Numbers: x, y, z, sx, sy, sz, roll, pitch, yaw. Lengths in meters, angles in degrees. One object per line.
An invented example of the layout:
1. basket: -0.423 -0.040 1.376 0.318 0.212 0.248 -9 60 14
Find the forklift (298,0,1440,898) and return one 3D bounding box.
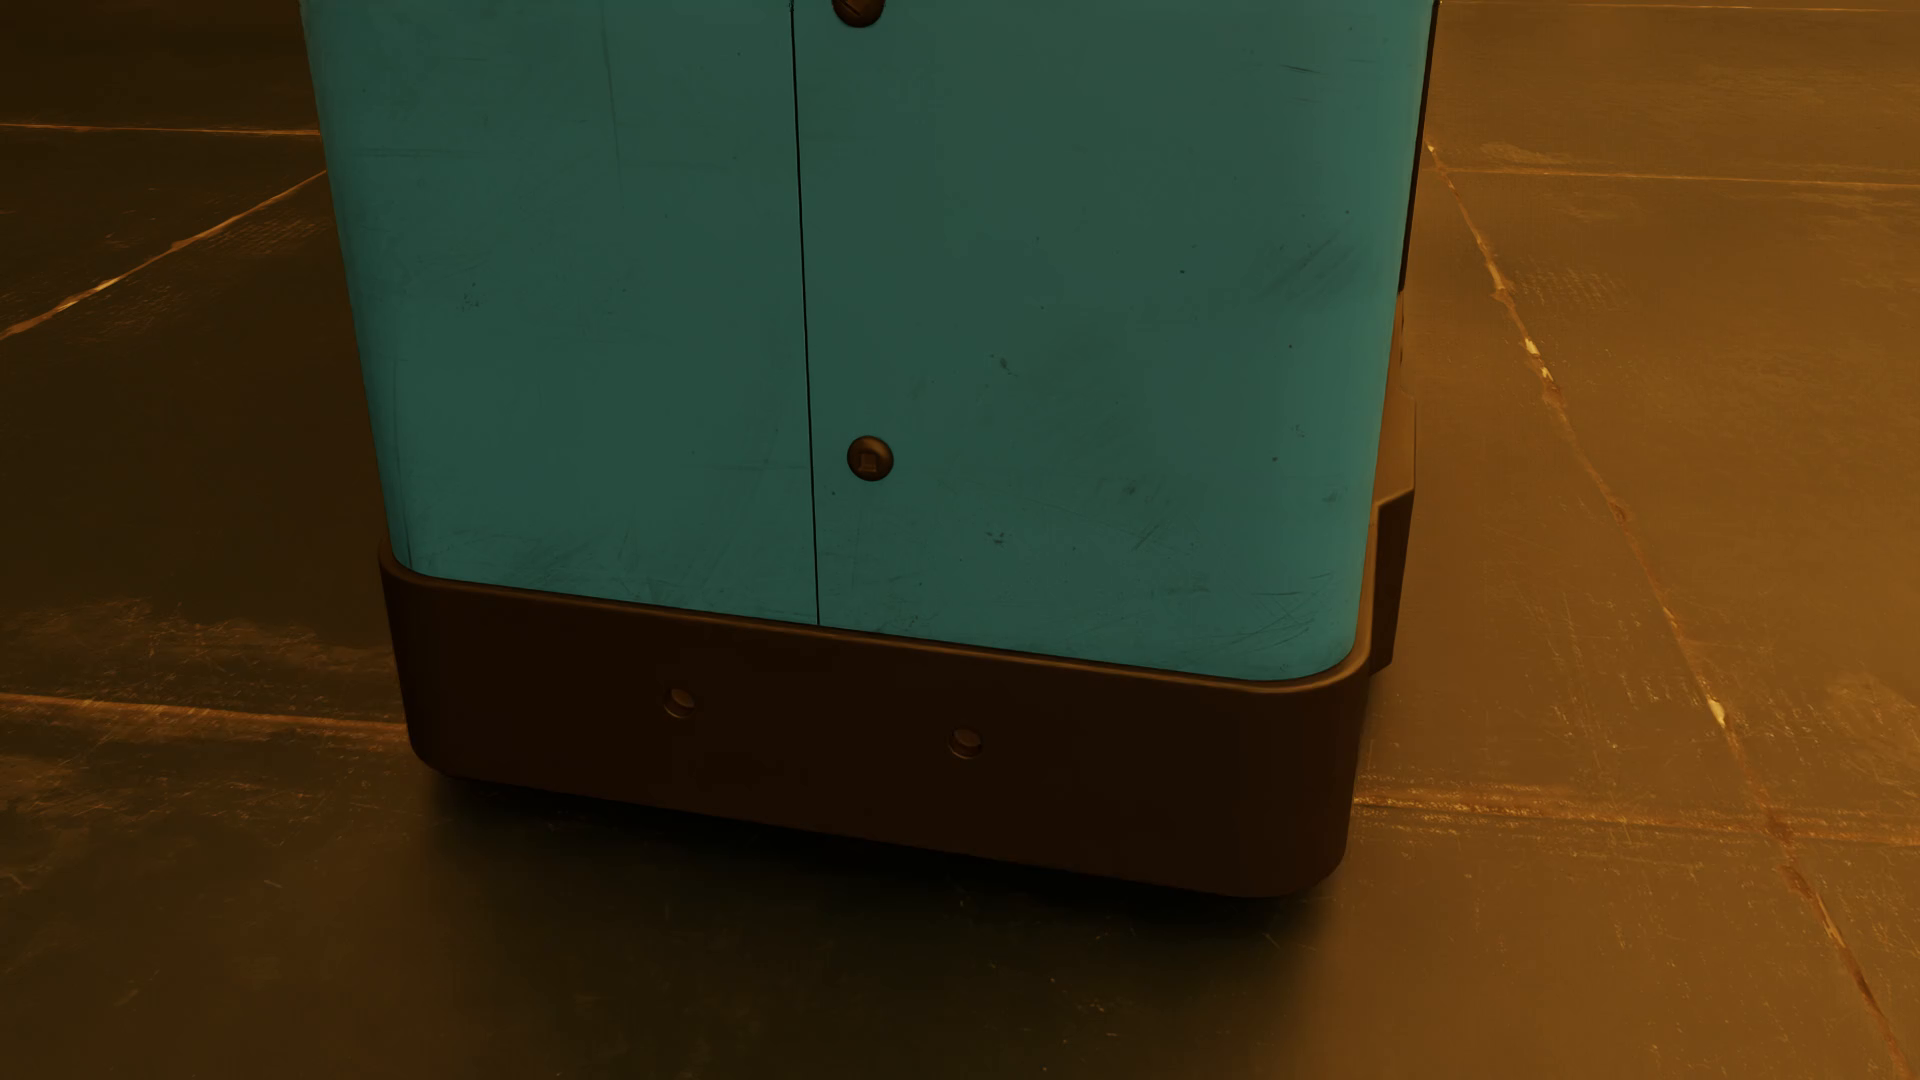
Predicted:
1. forklift: 0.230 -1.597 2.418 1.130 2.935 3.031 6 27 13
